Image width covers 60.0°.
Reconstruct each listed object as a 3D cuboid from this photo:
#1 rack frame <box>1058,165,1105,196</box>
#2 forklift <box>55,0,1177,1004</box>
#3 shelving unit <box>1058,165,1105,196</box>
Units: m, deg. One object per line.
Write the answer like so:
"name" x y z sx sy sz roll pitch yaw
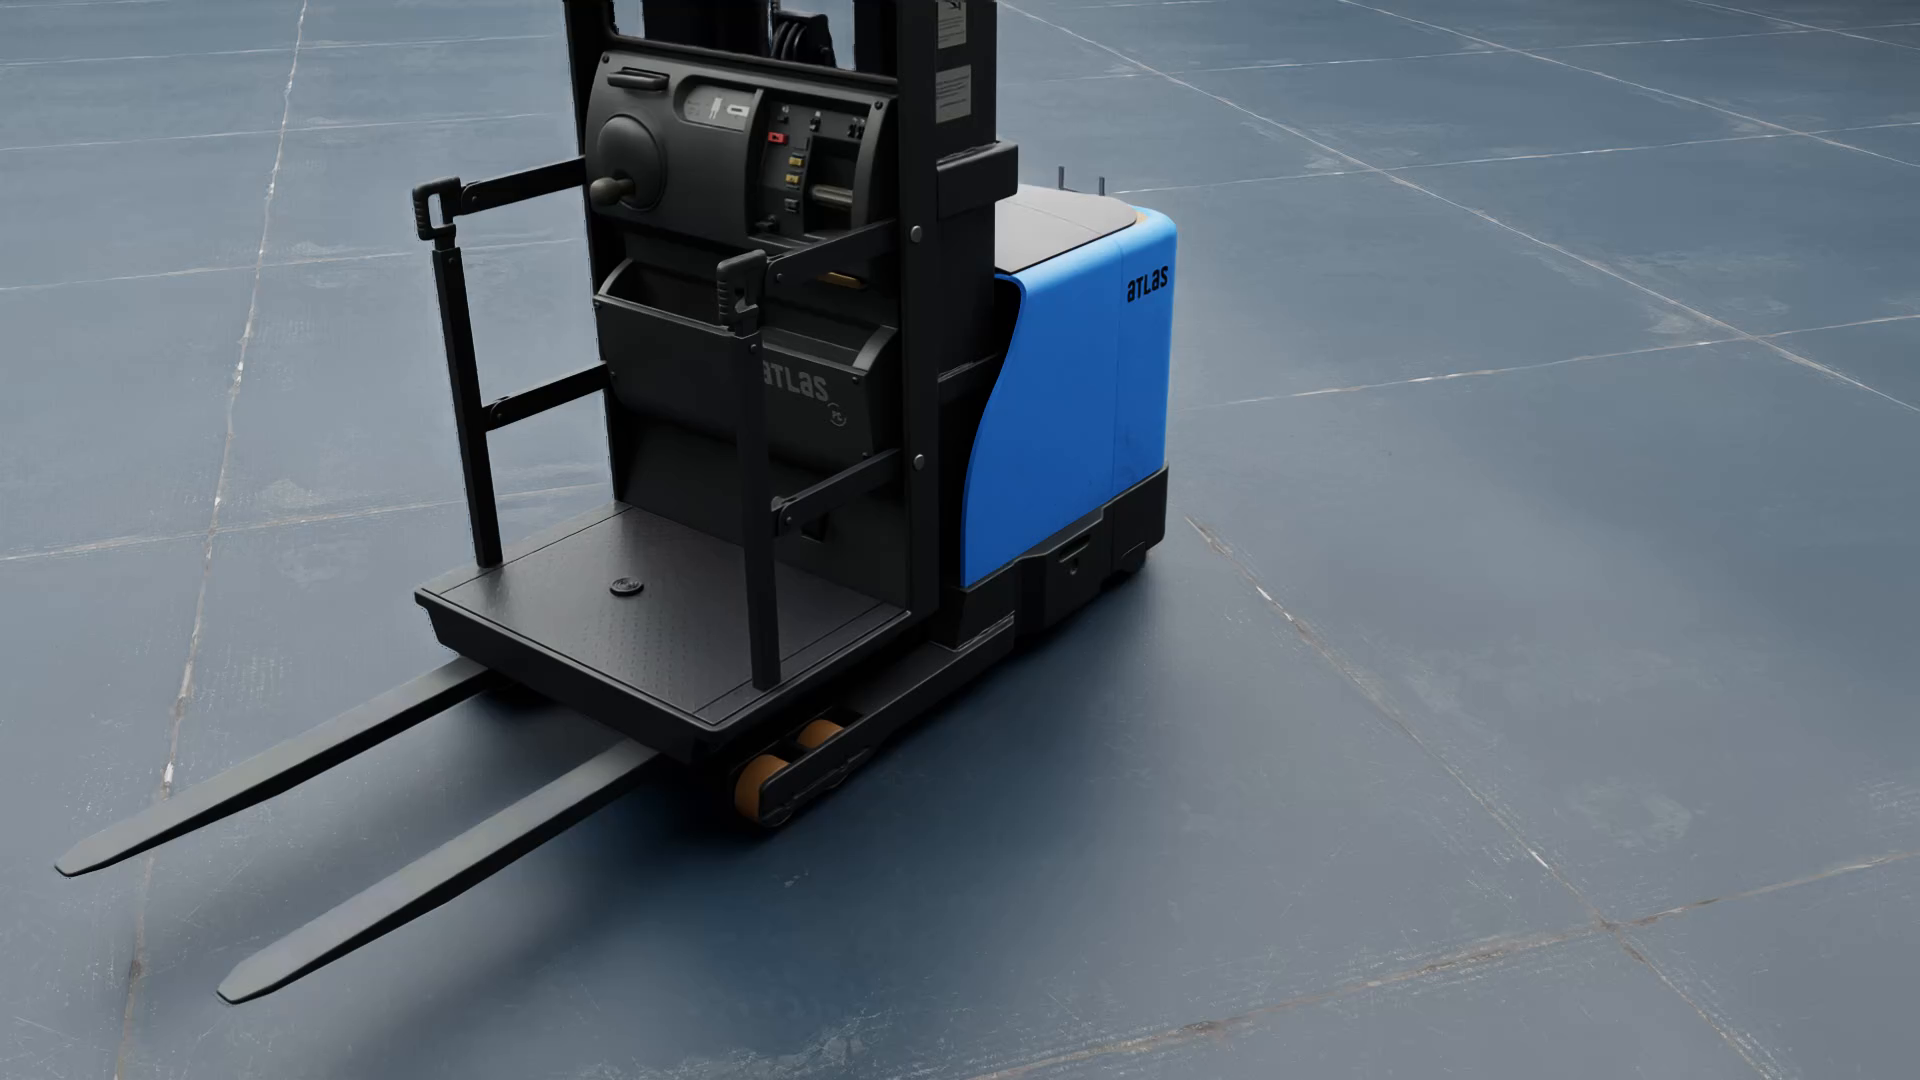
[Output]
"rack frame" 0.381 -0.688 5.455 0.008 1.050 0.200 -21 33 -36
"forklift" -0.668 -0.889 3.744 1.130 2.935 3.031 19 32 33
"shelving unit" 0.289 -0.653 5.384 0.252 1.050 0.215 -21 33 -36
